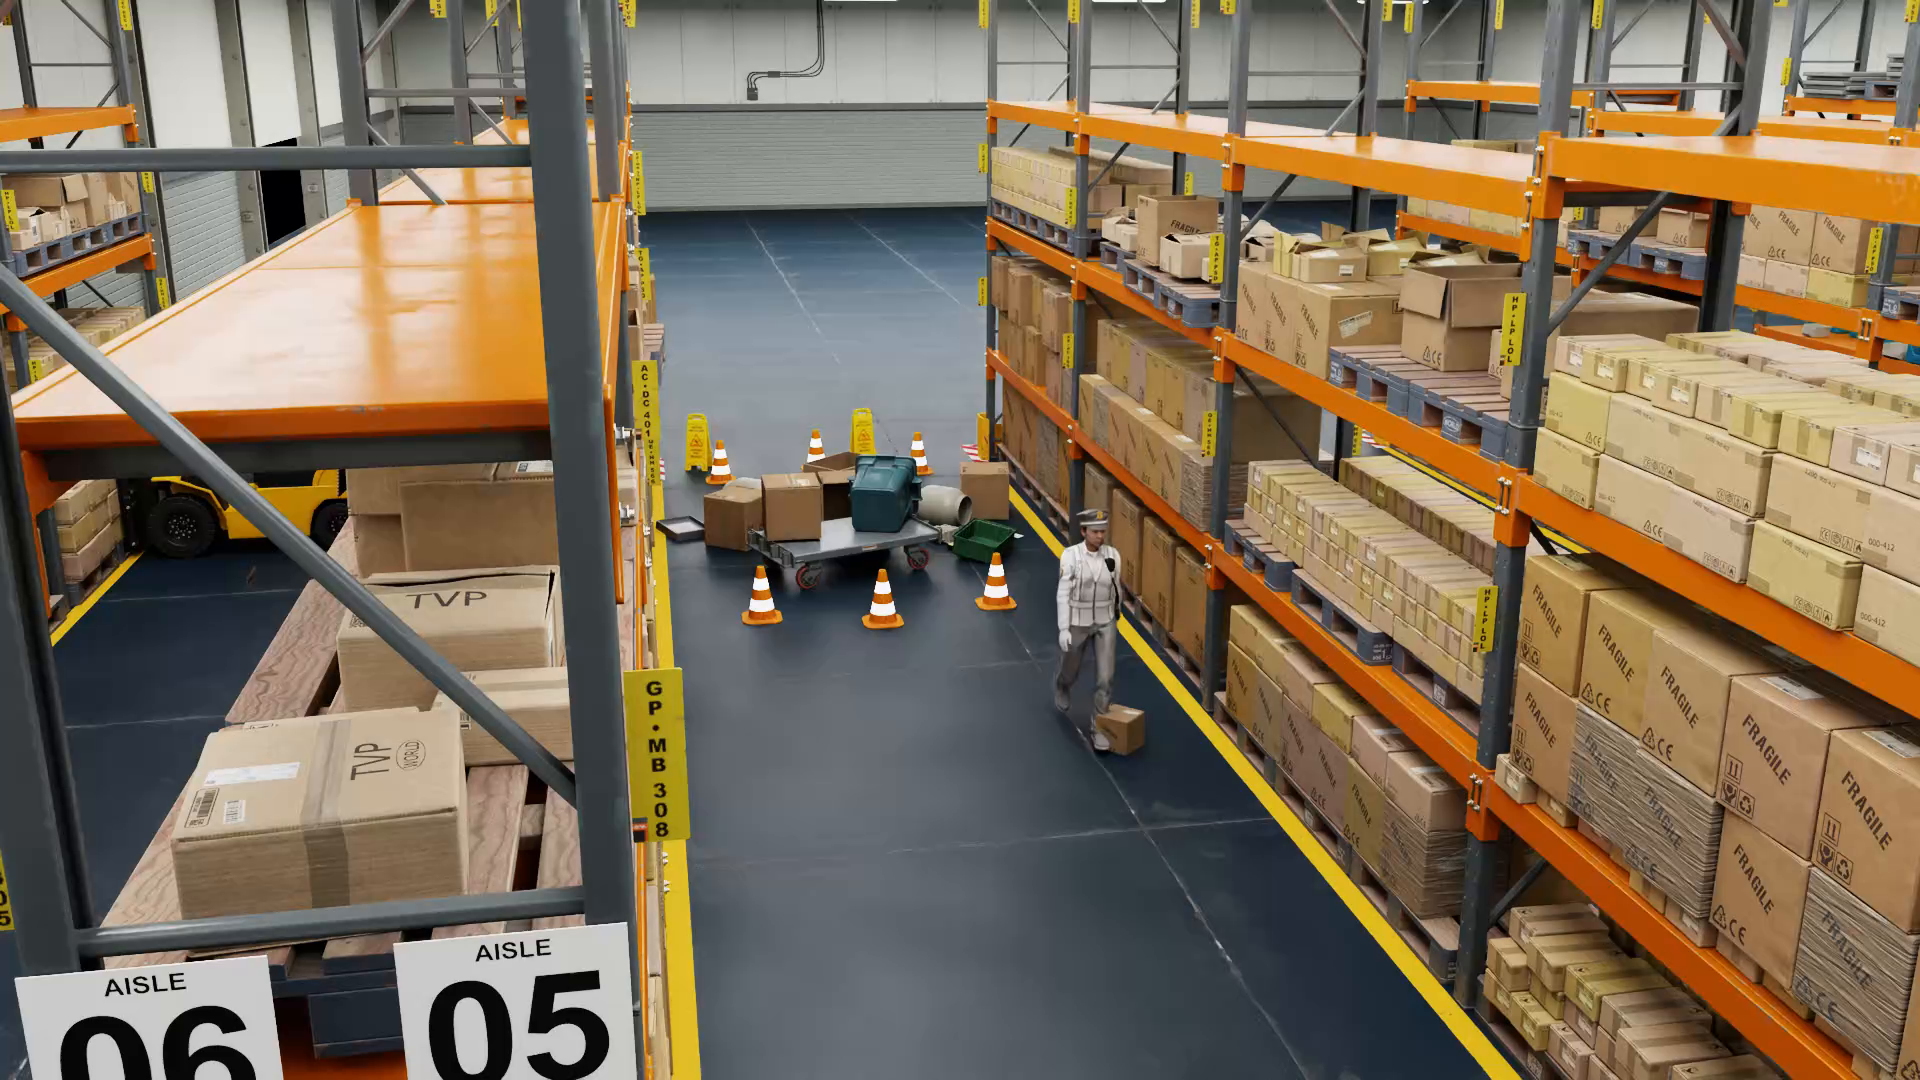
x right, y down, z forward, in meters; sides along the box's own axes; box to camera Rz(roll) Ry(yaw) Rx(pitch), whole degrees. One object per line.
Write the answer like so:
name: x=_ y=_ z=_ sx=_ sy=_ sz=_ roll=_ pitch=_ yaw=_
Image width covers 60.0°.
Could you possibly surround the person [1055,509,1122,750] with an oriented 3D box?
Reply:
person: x=0.895 y=0.556 z=11.562 sx=0.478 sy=1.652 sz=0.819 roll=-2 pitch=17 yaw=-6
